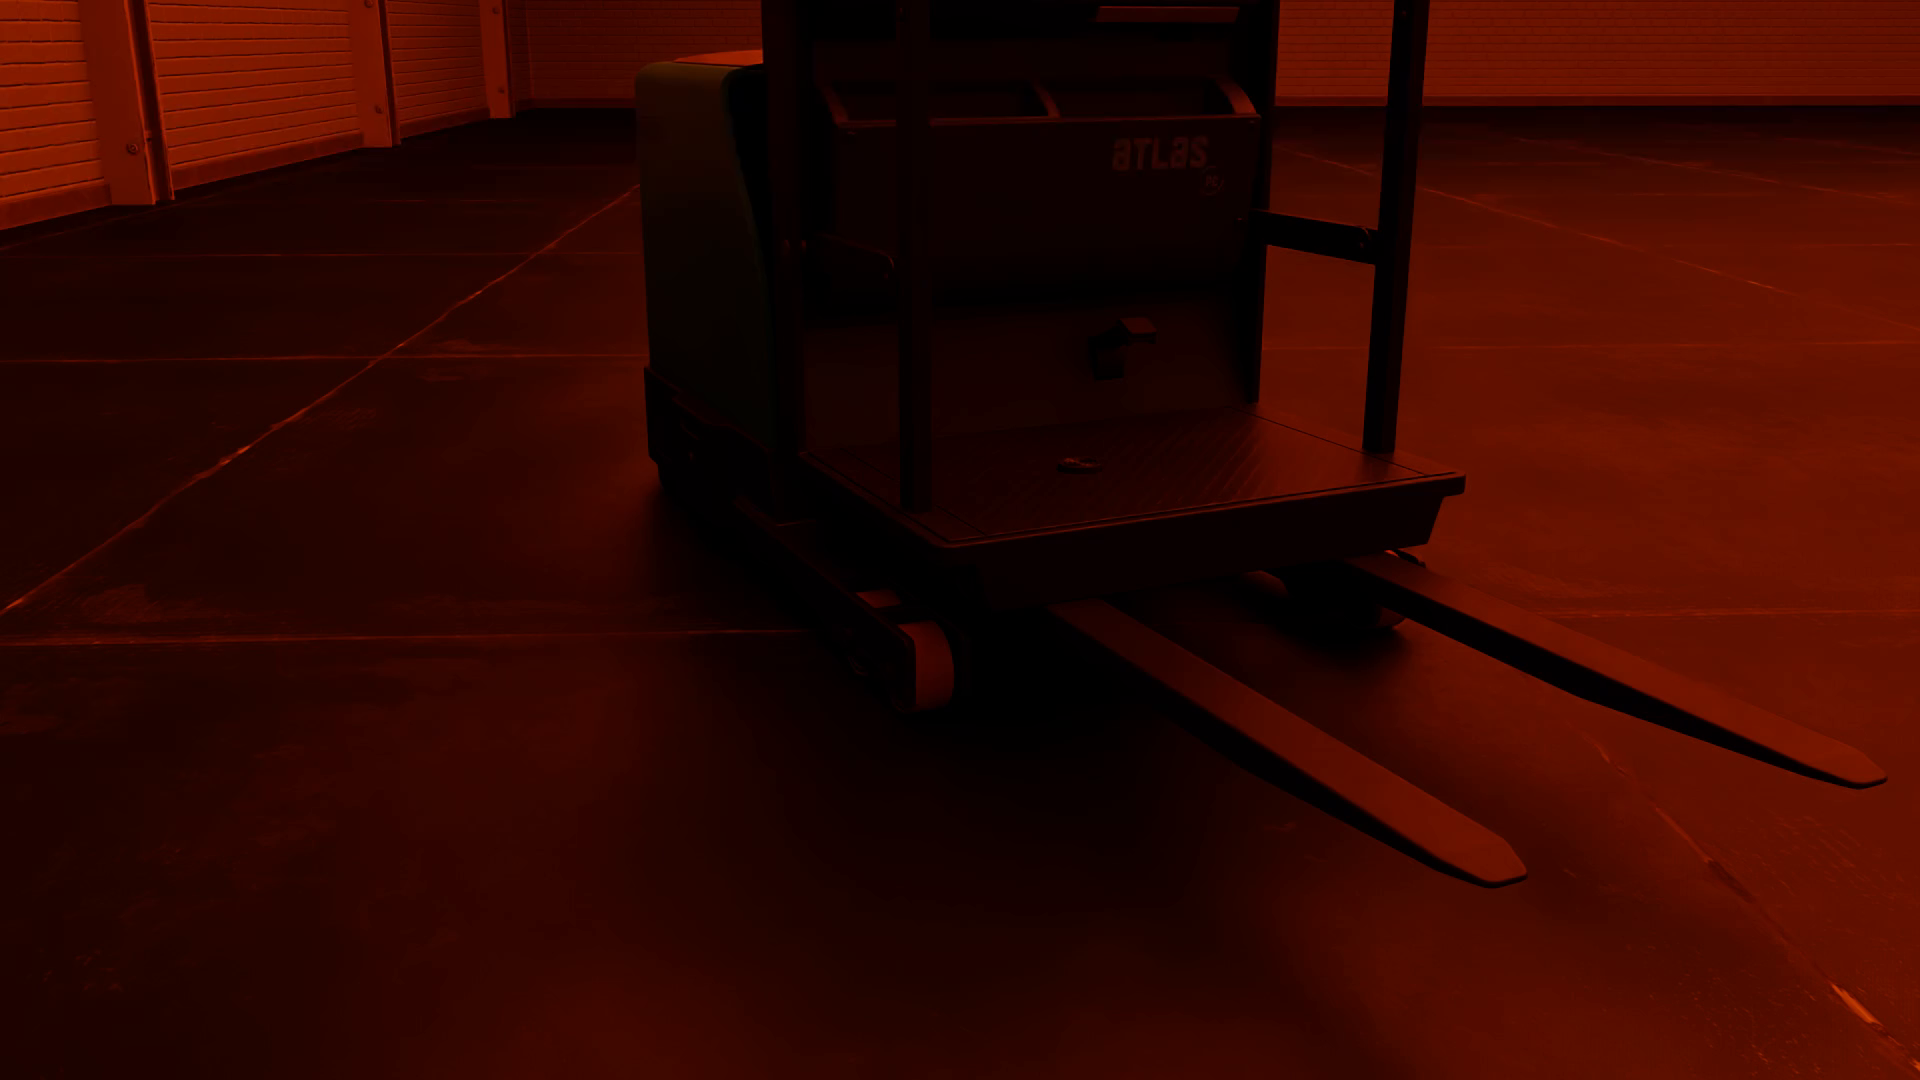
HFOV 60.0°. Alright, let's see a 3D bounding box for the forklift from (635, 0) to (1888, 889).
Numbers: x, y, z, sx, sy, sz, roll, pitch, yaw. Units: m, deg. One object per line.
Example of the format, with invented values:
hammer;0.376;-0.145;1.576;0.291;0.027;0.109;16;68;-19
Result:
forklift;0.258;-1.240;2.962;1.130;2.935;3.031;-8;19;-24
